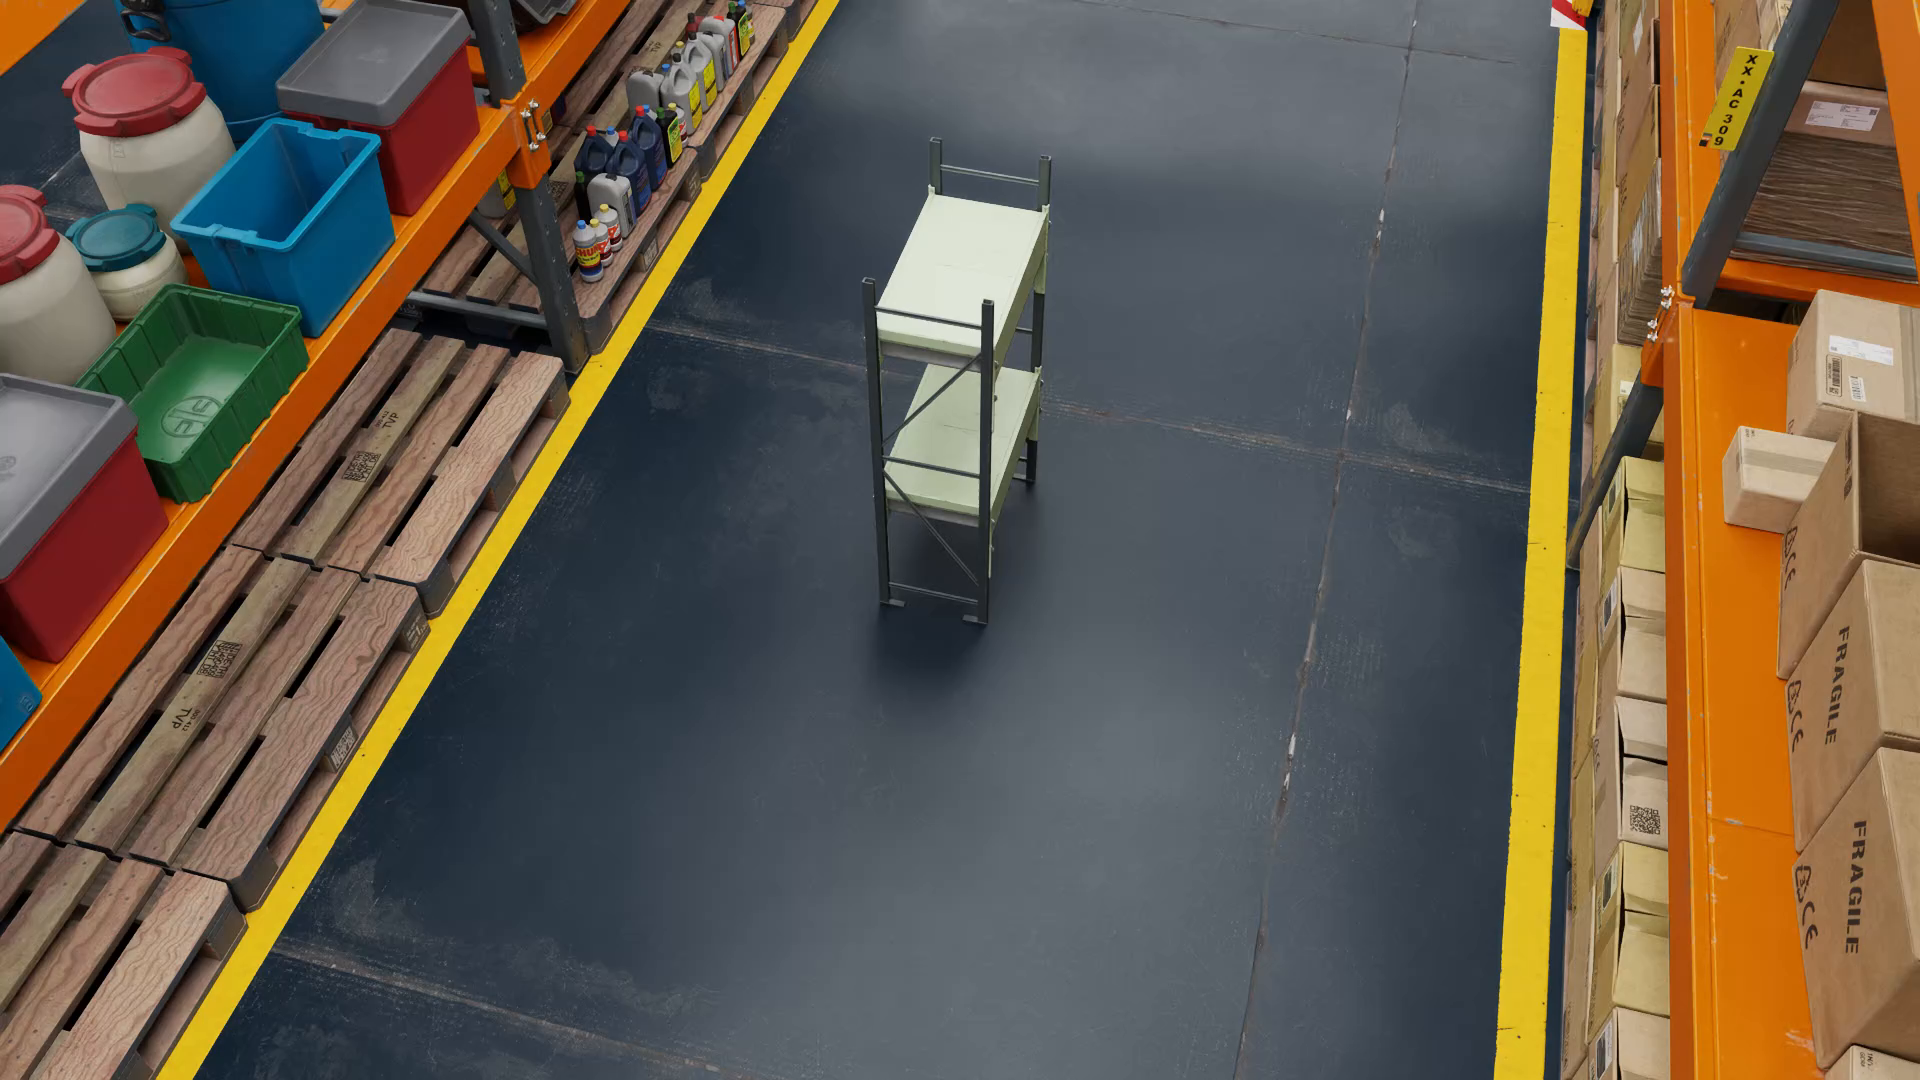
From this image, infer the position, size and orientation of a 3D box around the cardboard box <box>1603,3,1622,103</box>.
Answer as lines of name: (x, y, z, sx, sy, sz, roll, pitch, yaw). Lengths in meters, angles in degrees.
cardboard box: (3.307, -2.244, 7.784, 0.500, 0.250, 0.500, 12, 50, 10)

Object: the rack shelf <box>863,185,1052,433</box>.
rack shelf: (0.002, -0.759, 5.399, 0.431, 0.370, 0.720, 12, 50, 10)

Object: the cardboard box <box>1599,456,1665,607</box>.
cardboard box: (2.389, 0.007, 5.423, 0.500, 0.311, 0.500, 12, 50, 10)

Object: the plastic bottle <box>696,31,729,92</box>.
plastic bottle: (-1.177, -2.254, 7.762, 0.152, 0.276, 0.135, 10, 49, 9)

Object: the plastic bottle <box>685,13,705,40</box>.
plastic bottle: (-1.243, -2.377, 7.866, 0.061, 0.283, 0.133, 12, 50, 10)

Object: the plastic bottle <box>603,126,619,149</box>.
plastic bottle: (-1.505, -1.682, 7.260, 0.097, 0.271, 0.097, 0, 49, 0)

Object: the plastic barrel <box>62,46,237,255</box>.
plastic barrel: (-2.503, -1.205, 5.222, 0.433, 0.535, 0.433, 0, 49, 0)

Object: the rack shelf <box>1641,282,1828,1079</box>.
rack shelf: (2.212, 0.856, 3.973, 1.077, 0.370, 4.000, 12, 50, 10)

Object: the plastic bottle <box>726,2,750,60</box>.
plastic bottle: (-1.061, -2.446, 7.926, 0.061, 0.283, 0.133, 13, 50, 11)

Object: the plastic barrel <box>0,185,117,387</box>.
plastic barrel: (-2.696, -0.674, 4.754, 0.433, 0.535, 0.433, 0, 49, 0)

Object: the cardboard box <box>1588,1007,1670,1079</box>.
cardboard box: (1.852, 1.481, 4.122, 0.500, 0.311, 0.500, 11, 50, 10)

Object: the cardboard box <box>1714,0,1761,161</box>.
cardboard box: (2.981, -1.566, 5.565, 0.700, 0.500, 0.500, 11, 50, 10)

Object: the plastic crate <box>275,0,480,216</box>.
plastic crate: (-1.872, -1.419, 5.459, 0.402, 0.464, 0.583, 12, 50, 10)

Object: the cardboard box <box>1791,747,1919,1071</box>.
cardboard box: (2.111, 0.815, 3.463, 0.500, 0.500, 0.500, 9, 49, 8)

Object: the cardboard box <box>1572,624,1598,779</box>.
cardboard box: (2.257, 0.555, 5.314, 0.500, 0.250, 0.500, 13, 50, 11)

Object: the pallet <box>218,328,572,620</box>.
pallet: (-2.209, -0.310, 6.383, 1.003, 0.211, 1.213, 12, 50, 10)

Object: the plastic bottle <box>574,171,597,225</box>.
plastic bottle: (-1.577, -1.459, 7.055, 0.061, 0.283, 0.133, 12, 50, 10)

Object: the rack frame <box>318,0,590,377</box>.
rack frame: (-2.040, -1.809, 5.846, 1.000, 3.000, 0.127, 12, 50, 10)

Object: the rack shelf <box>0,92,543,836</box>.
rack shelf: (-2.566, -0.124, 4.839, 1.077, 0.370, 4.000, 12, 50, 10)

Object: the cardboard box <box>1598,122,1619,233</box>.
cardboard box: (3.039, -1.522, 7.147, 0.500, 0.250, 0.500, 12, 50, 10)

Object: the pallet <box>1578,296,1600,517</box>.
pallet: (2.988, -0.473, 6.526, 1.003, 0.211, 1.213, 12, 50, 10)

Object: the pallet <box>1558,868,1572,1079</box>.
pallet: (2.263, 1.520, 4.768, 1.003, 0.211, 1.213, 12, 50, 10)

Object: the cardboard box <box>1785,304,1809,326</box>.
cardboard box: (3.162, -0.579, 5.814, 0.500, 0.500, 0.500, 12, 50, 10)

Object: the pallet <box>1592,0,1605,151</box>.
pallet: (3.630, -2.238, 8.084, 1.003, 0.211, 1.213, 12, 50, 10)

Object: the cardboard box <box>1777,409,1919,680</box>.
cardboard box: (2.381, 0.072, 4.119, 0.500, 0.500, 0.500, 15, 50, 13)

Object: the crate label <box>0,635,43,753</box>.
crate label: (-2.570, 0.408, 3.866, 0.502, 0.435, 0.616, 12, 50, 10)

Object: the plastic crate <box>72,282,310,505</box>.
plastic crate: (-2.226, -0.423, 4.764, 0.450, 0.188, 0.662, 12, 50, 10)

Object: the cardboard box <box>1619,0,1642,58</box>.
cardboard box: (3.305, -2.493, 7.503, 0.500, 0.500, 0.500, 12, 50, 10)

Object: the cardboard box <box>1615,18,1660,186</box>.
cardboard box: (3.038, -1.770, 6.866, 0.500, 0.500, 0.500, 12, 50, 10)

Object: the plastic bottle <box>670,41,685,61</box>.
plastic bottle: (-1.302, -2.240, 7.800, 0.097, 0.201, 0.097, 0, 49, 0)

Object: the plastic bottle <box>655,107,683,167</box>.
plastic bottle: (-1.294, -1.805, 7.361, 0.061, 0.283, 0.133, 14, 50, 12)

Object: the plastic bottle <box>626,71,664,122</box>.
plastic bottle: (-1.415, -2.010, 7.546, 0.152, 0.276, 0.135, 12, 50, 10)

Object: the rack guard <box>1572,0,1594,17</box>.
rack guard: (3.797, -2.912, 8.487, 1.175, 0.500, 0.348, 12, 50, 10)

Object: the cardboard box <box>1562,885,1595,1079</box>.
cardboard box: (1.989, 1.298, 4.658, 0.500, 0.250, 0.500, 12, 50, 11)

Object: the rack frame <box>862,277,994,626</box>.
rack frame: (-0.095, -0.236, 5.458, 0.400, 1.500, 0.023, 12, 50, 10)

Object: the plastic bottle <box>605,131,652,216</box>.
plastic bottle: (-1.427, -1.580, 7.117, 0.144, 0.351, 0.185, 13, 50, 11)

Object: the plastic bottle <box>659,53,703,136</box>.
plastic bottle: (-1.265, -2.024, 7.509, 0.144, 0.351, 0.185, 11, 50, 10)

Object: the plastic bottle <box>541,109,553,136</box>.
plastic bottle: (-1.907, -1.949, 7.488, 0.061, 0.283, 0.133, 12, 50, 10)

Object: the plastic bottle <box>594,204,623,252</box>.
plastic bottle: (-1.479, -1.319, 6.987, 0.097, 0.201, 0.097, 0, 49, 0)

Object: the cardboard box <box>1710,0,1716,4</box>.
cardboard box: (3.251, -2.299, 6.212, 0.700, 0.500, 0.500, 13, 50, 11)

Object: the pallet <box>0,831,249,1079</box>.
pallet: (-2.851, 1.455, 4.825, 1.003, 0.211, 1.213, 12, 50, 10)

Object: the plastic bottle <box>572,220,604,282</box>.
plastic bottle: (-1.533, -1.195, 6.831, 0.097, 0.271, 0.097, 0, 49, 0)

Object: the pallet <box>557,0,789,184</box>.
pallet: (-1.504, -2.249, 8.094, 1.003, 0.211, 1.213, 12, 50, 10)

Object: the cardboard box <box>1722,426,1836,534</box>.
cardboard box: (2.308, -0.145, 4.545, 0.380, 0.149, 0.250, 12, 50, 10)

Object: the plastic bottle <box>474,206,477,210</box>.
plastic bottle: (-2.148, -1.600, 7.135, 0.144, 0.351, 0.185, 10, 49, 9)

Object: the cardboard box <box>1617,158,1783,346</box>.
cardboard box: (2.792, -1.044, 6.224, 0.500, 0.500, 0.500, 12, 50, 10)

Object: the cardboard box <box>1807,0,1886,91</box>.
cardboard box: (2.849, -1.613, 4.741, 0.700, 0.500, 0.500, 12, 50, 10)

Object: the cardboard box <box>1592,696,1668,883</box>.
cardboard box: (2.117, 0.742, 4.774, 0.500, 0.311, 0.500, 10, 49, 9)

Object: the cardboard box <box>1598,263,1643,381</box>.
cardboard box: (2.790, -0.796, 6.506, 0.500, 0.250, 0.500, 12, 50, 10)

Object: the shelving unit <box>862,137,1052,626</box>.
shelving unit: (0.002, -0.501, 5.692, 0.431, 1.500, 0.755, 12, 50, 10)

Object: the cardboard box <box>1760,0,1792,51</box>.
cardboard box: (2.670, -1.494, 5.068, 0.380, 0.149, 0.250, 11, 49, 9)
